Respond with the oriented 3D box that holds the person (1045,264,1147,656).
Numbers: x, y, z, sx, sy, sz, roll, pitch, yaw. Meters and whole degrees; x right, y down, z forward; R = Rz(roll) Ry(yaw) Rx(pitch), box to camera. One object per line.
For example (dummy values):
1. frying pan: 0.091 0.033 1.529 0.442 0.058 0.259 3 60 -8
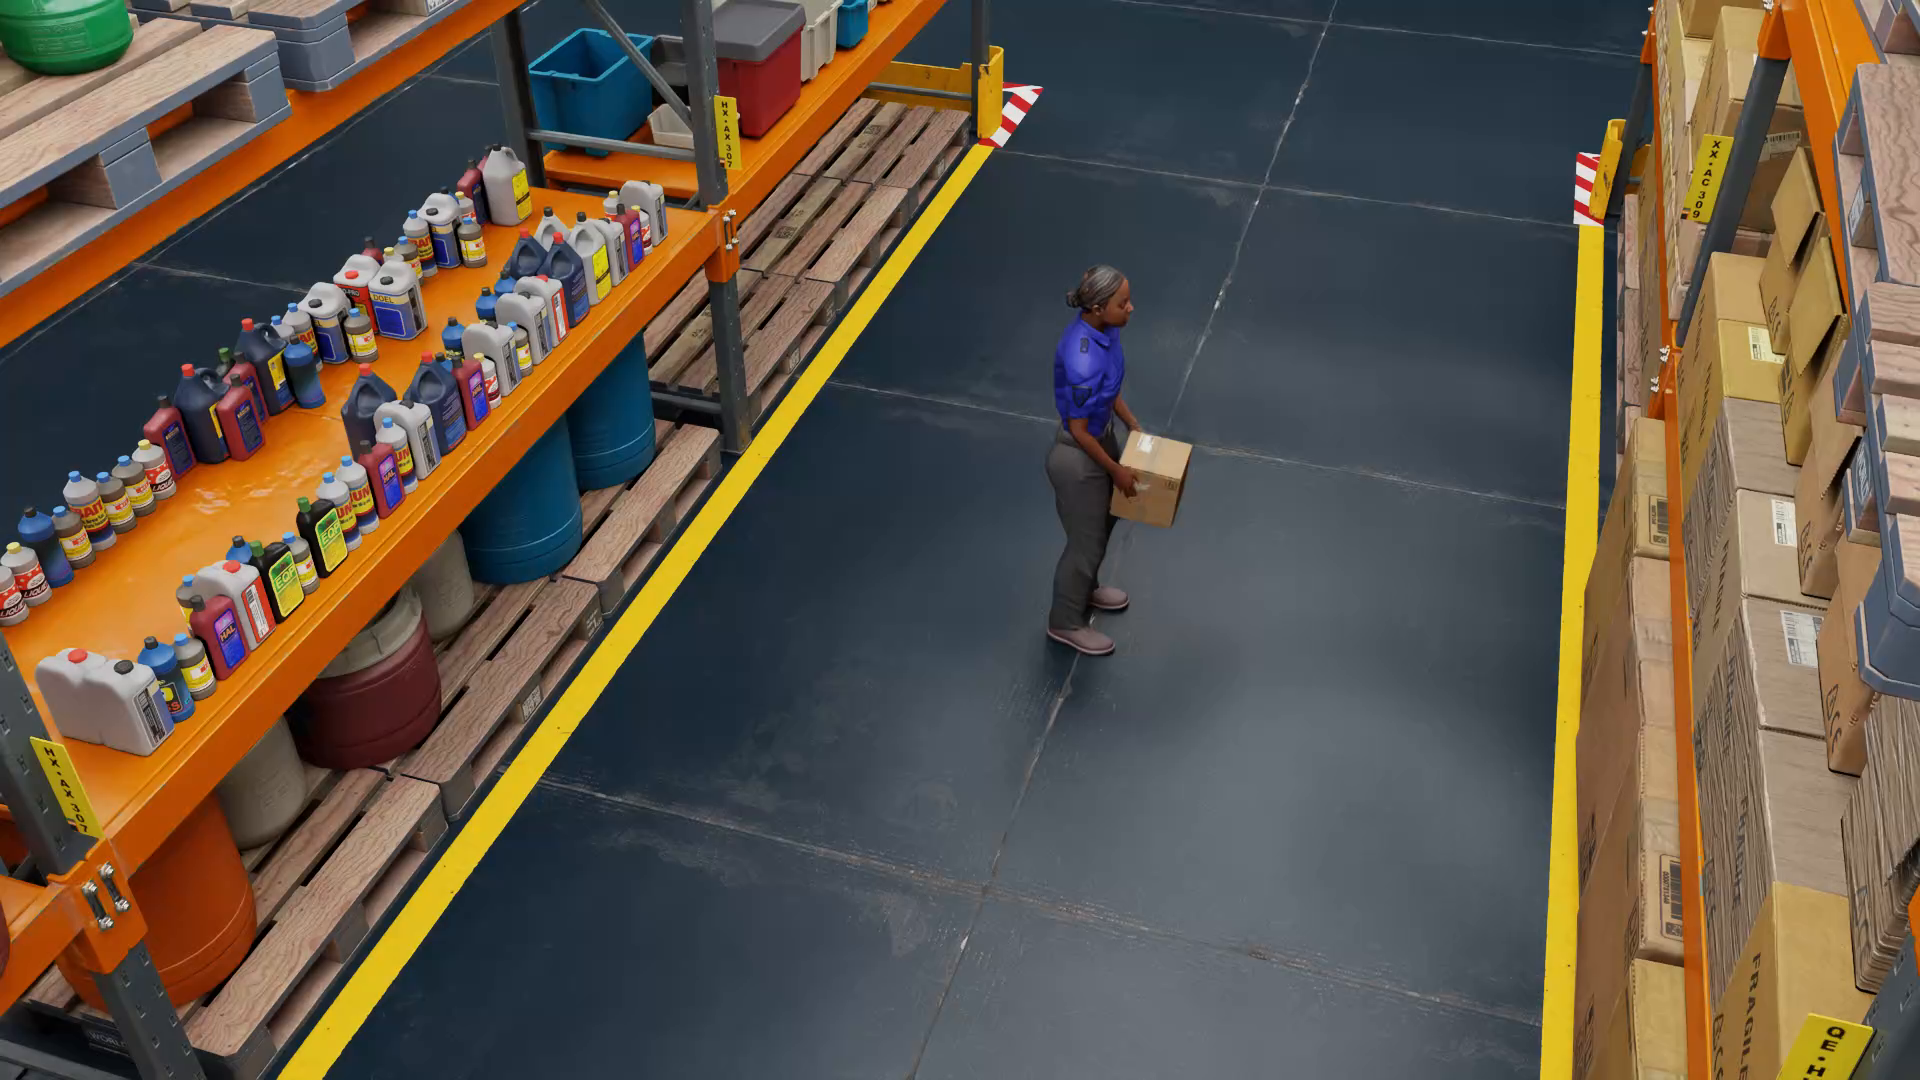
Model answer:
1. person: 0.550 -0.330 6.582 0.391 1.662 0.481 10 38 13
